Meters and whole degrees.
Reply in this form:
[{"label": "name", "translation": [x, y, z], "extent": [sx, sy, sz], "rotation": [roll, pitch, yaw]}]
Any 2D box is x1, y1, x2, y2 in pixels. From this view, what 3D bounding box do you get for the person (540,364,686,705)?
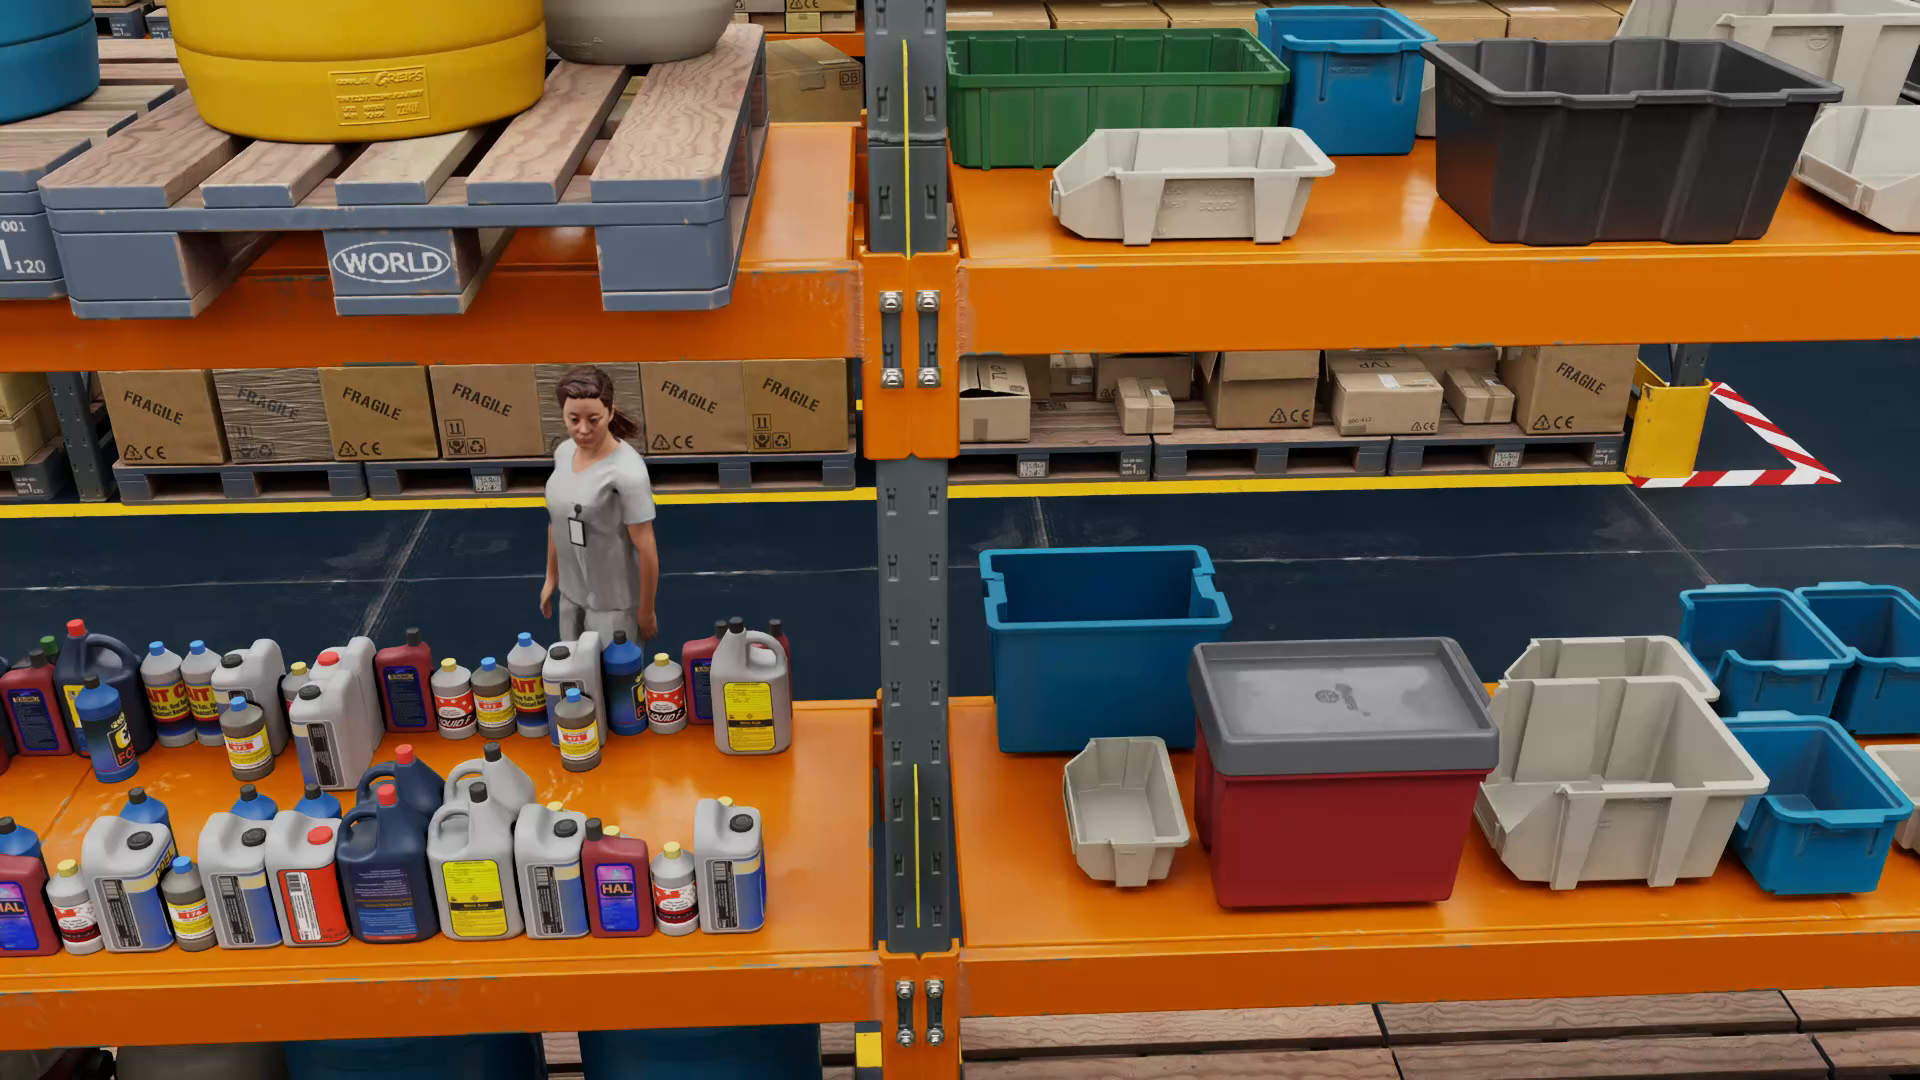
[{"label": "person", "translation": [-1.232, 0.190, 5.746], "extent": [0.491, 1.671, 0.614], "rotation": [24, 36, 38]}]
